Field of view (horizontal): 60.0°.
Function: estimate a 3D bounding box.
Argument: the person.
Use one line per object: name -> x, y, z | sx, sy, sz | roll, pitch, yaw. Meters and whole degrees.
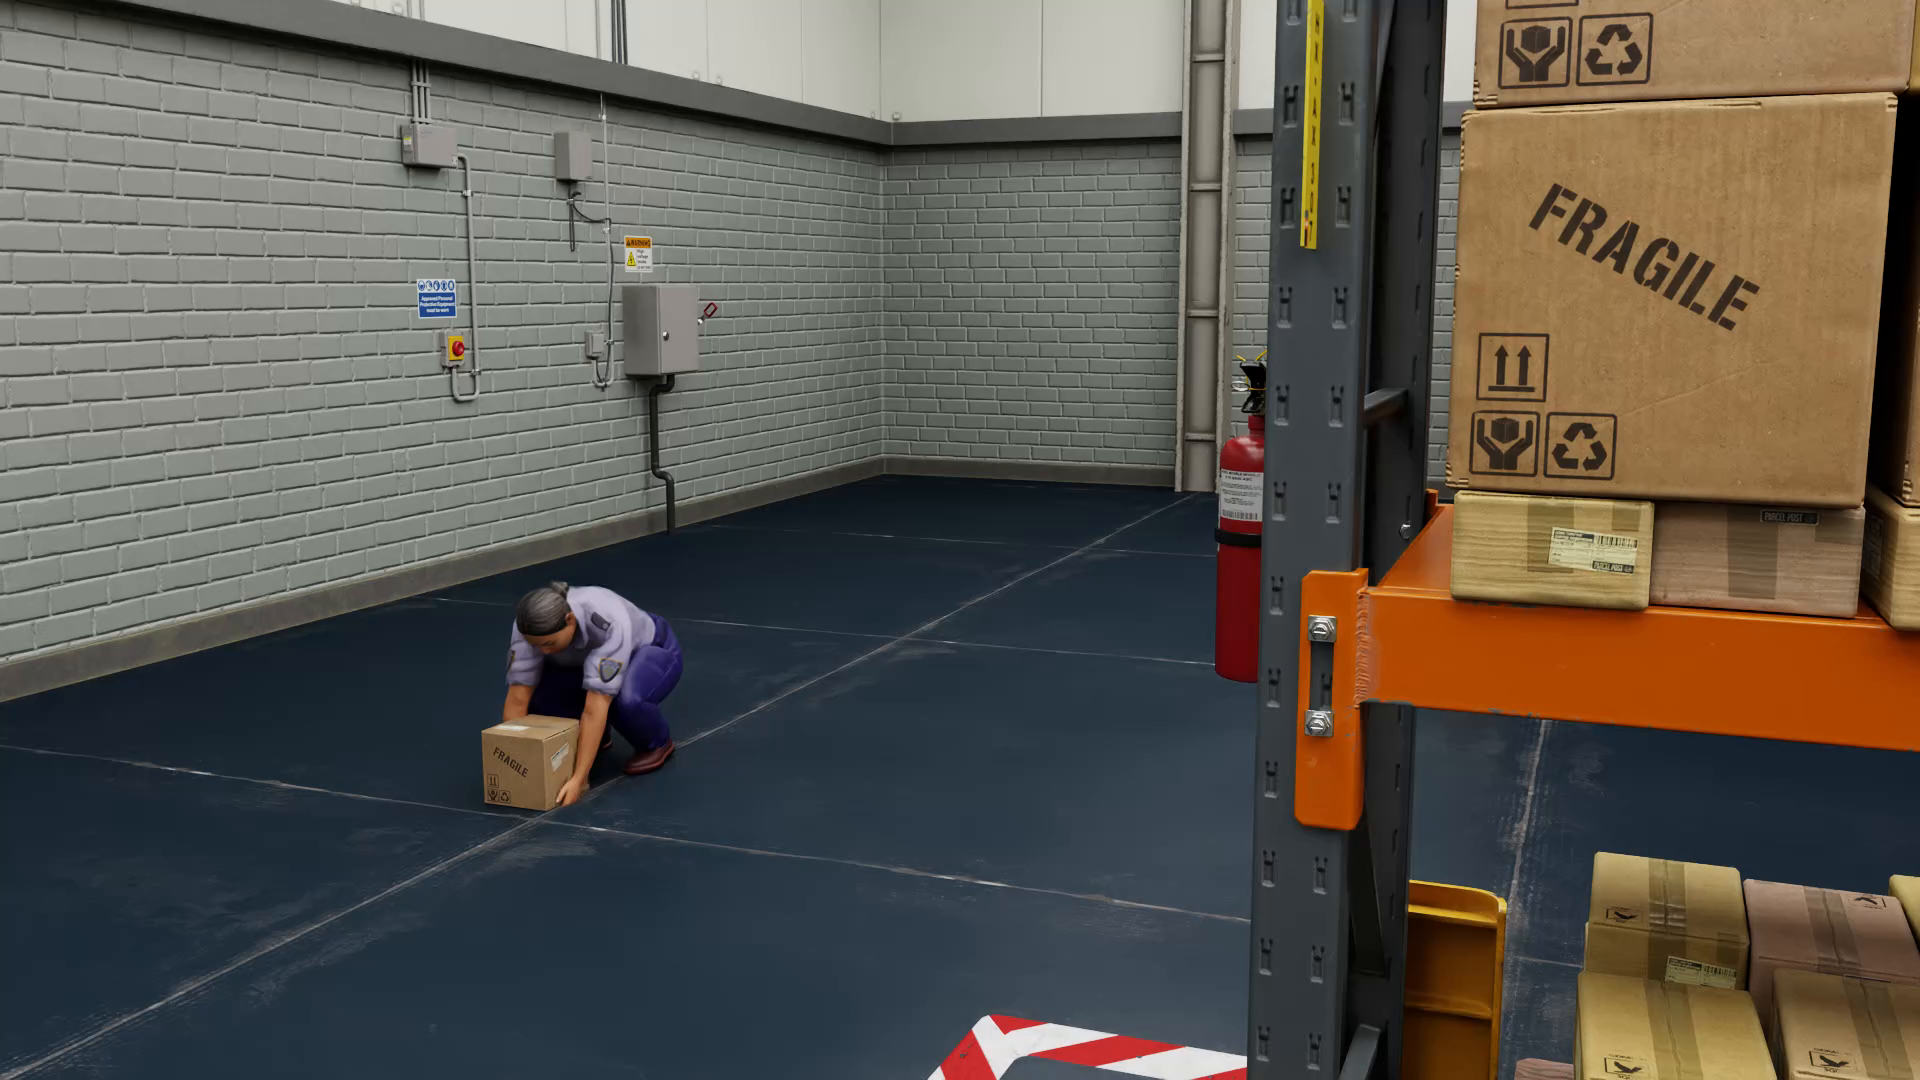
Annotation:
person -> -1.308, 0.495, 5.882 | 0.526, 0.805, 0.847 | 3, 9, 21
